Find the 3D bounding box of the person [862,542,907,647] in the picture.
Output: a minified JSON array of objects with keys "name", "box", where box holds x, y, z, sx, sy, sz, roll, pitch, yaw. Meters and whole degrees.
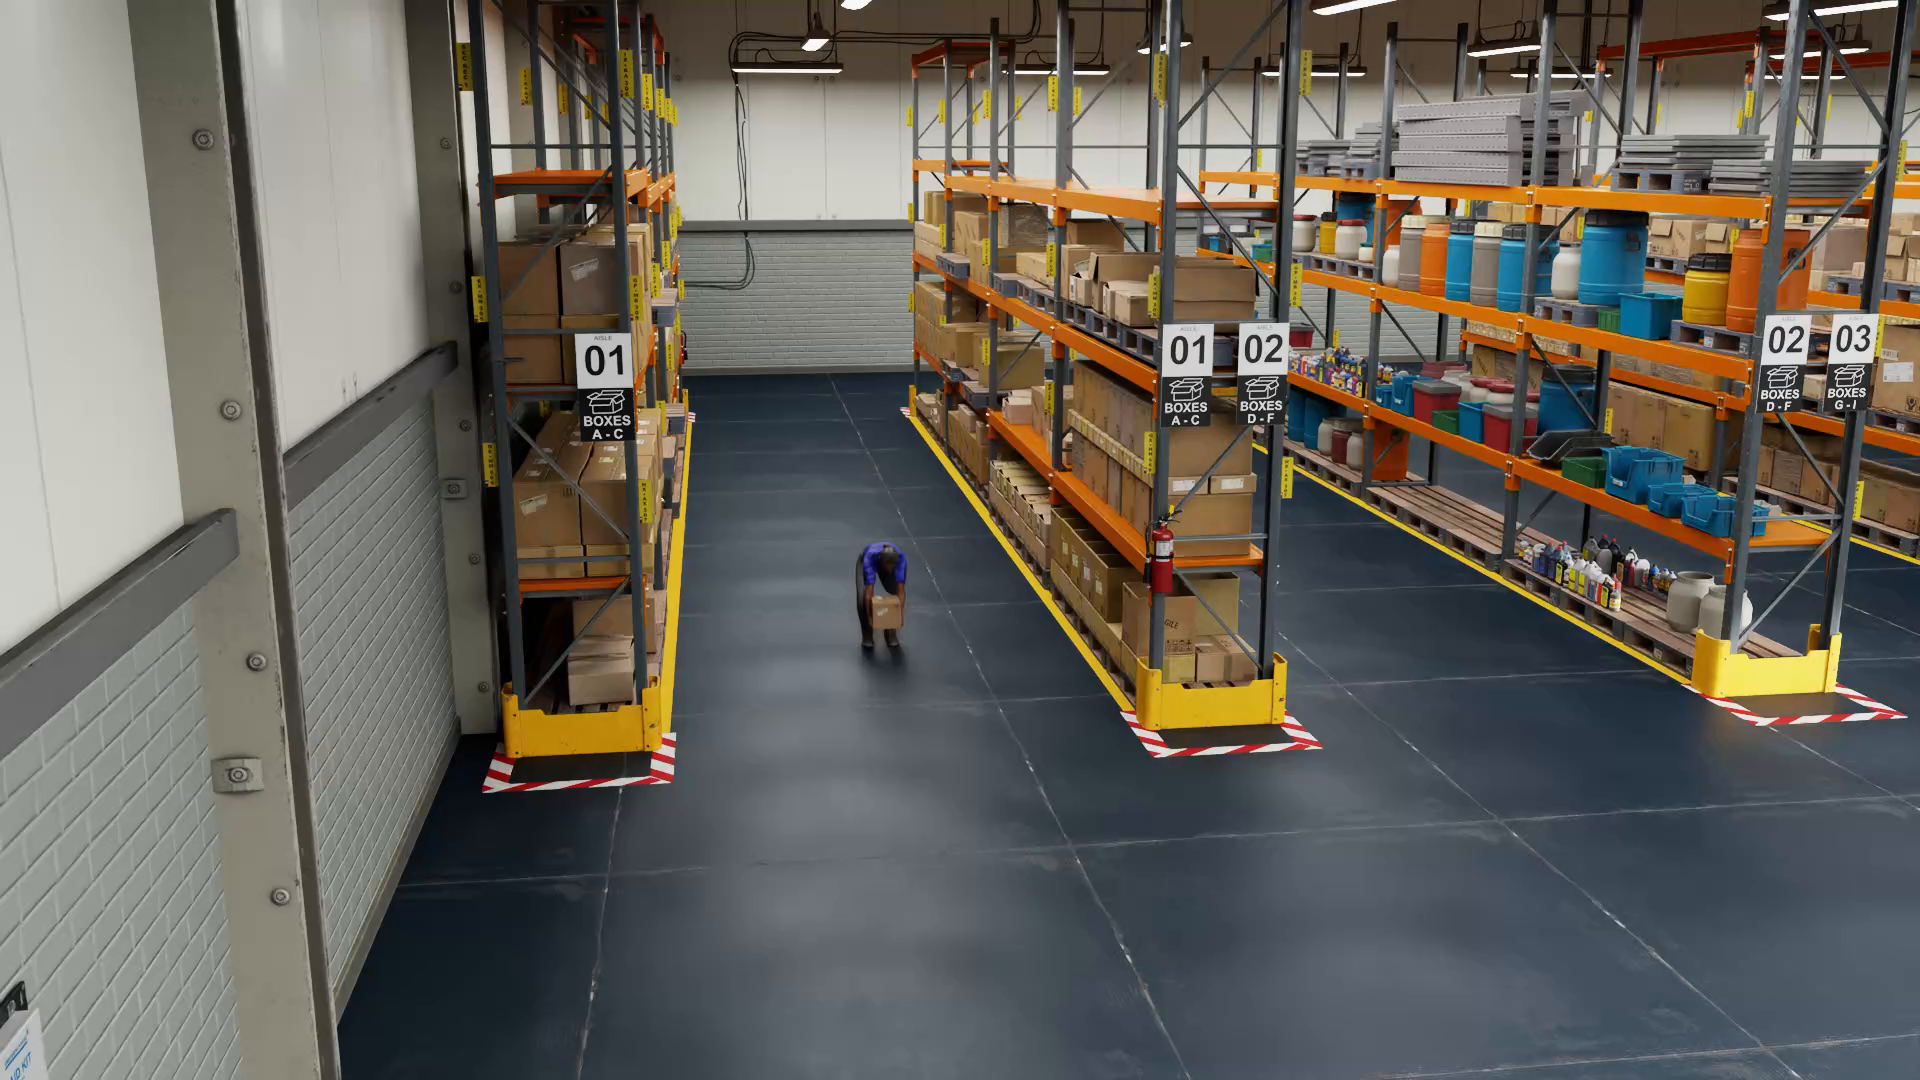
[{"name":"person","box":[-0.699,0.500,15.246,0.406,1.035,0.726,-3,14,-11]}]
